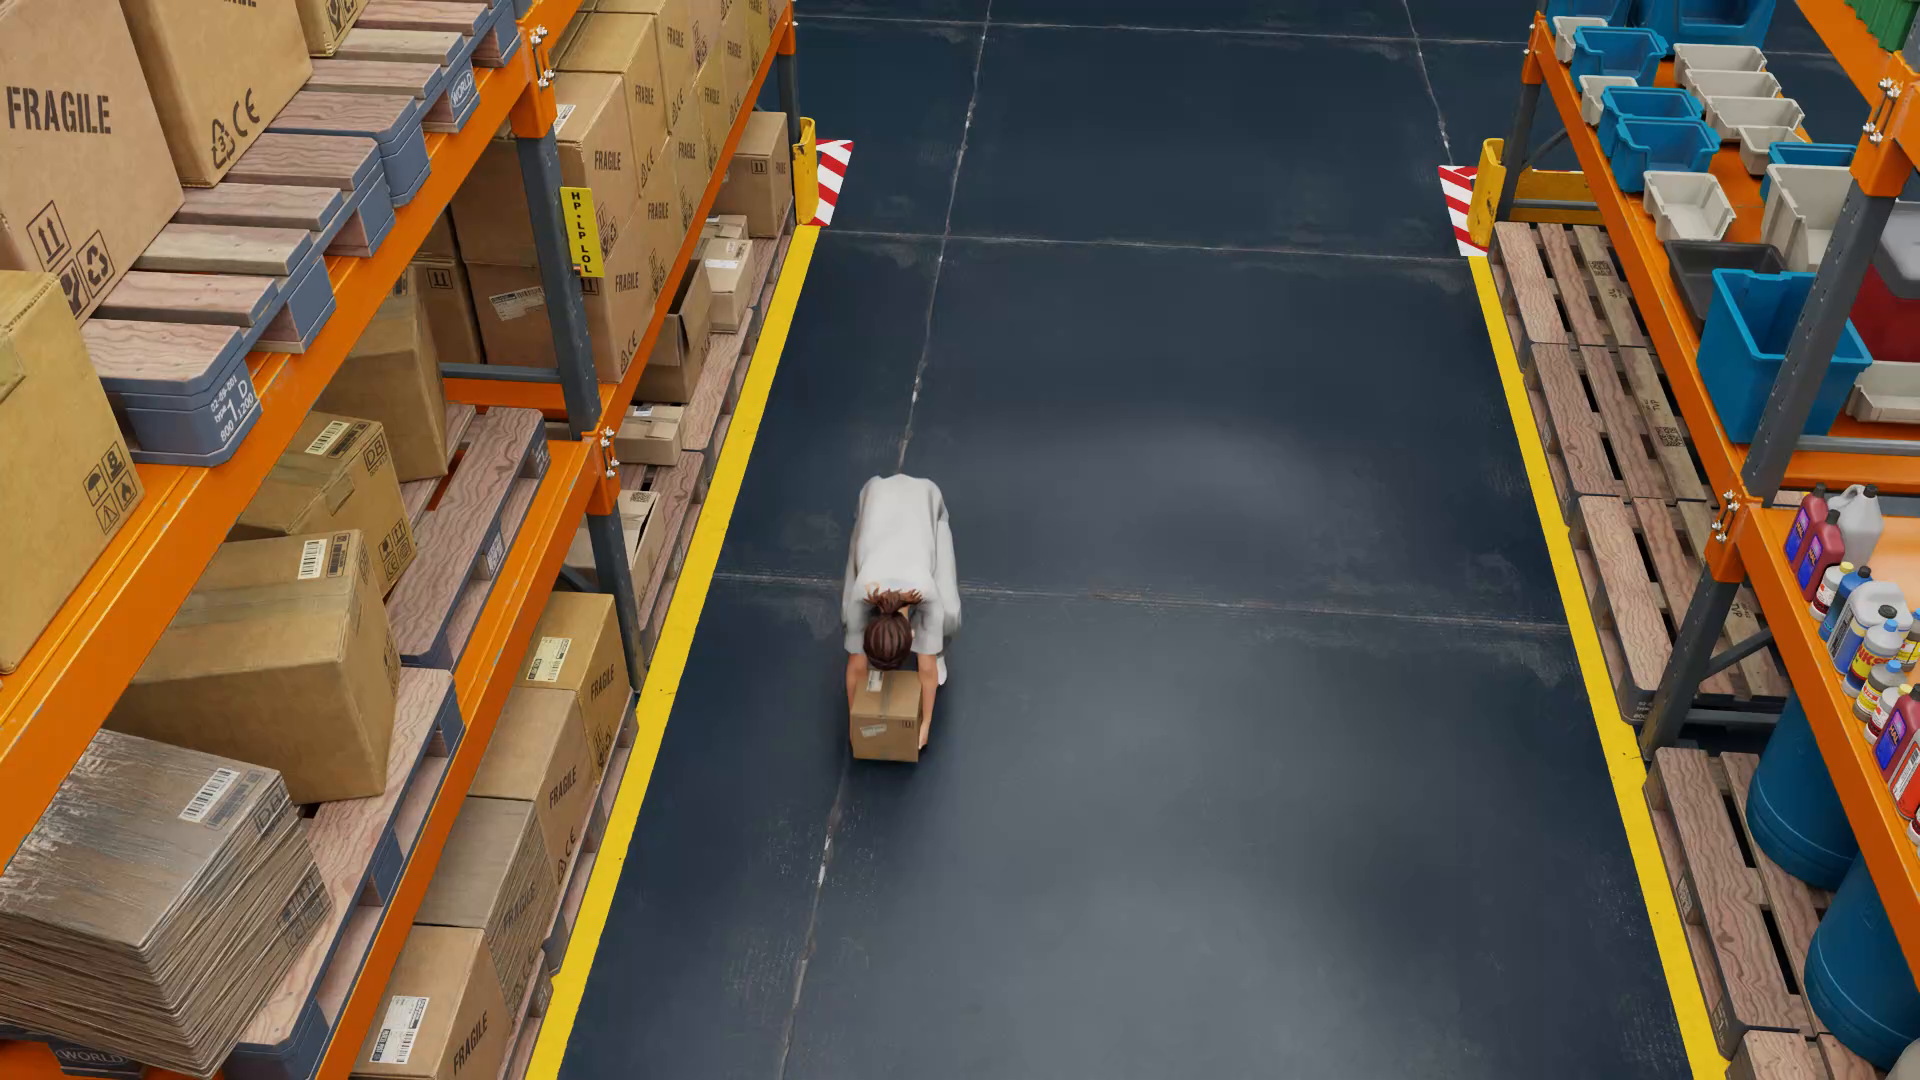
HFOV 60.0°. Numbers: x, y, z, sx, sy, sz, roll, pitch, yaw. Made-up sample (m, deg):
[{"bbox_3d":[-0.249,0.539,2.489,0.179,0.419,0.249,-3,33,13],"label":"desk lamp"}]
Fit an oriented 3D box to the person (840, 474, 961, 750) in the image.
[{"bbox_3d":[-0.230,0.276,6.456,0.467,0.866,0.850,1,40,2],"label":"person"}]
